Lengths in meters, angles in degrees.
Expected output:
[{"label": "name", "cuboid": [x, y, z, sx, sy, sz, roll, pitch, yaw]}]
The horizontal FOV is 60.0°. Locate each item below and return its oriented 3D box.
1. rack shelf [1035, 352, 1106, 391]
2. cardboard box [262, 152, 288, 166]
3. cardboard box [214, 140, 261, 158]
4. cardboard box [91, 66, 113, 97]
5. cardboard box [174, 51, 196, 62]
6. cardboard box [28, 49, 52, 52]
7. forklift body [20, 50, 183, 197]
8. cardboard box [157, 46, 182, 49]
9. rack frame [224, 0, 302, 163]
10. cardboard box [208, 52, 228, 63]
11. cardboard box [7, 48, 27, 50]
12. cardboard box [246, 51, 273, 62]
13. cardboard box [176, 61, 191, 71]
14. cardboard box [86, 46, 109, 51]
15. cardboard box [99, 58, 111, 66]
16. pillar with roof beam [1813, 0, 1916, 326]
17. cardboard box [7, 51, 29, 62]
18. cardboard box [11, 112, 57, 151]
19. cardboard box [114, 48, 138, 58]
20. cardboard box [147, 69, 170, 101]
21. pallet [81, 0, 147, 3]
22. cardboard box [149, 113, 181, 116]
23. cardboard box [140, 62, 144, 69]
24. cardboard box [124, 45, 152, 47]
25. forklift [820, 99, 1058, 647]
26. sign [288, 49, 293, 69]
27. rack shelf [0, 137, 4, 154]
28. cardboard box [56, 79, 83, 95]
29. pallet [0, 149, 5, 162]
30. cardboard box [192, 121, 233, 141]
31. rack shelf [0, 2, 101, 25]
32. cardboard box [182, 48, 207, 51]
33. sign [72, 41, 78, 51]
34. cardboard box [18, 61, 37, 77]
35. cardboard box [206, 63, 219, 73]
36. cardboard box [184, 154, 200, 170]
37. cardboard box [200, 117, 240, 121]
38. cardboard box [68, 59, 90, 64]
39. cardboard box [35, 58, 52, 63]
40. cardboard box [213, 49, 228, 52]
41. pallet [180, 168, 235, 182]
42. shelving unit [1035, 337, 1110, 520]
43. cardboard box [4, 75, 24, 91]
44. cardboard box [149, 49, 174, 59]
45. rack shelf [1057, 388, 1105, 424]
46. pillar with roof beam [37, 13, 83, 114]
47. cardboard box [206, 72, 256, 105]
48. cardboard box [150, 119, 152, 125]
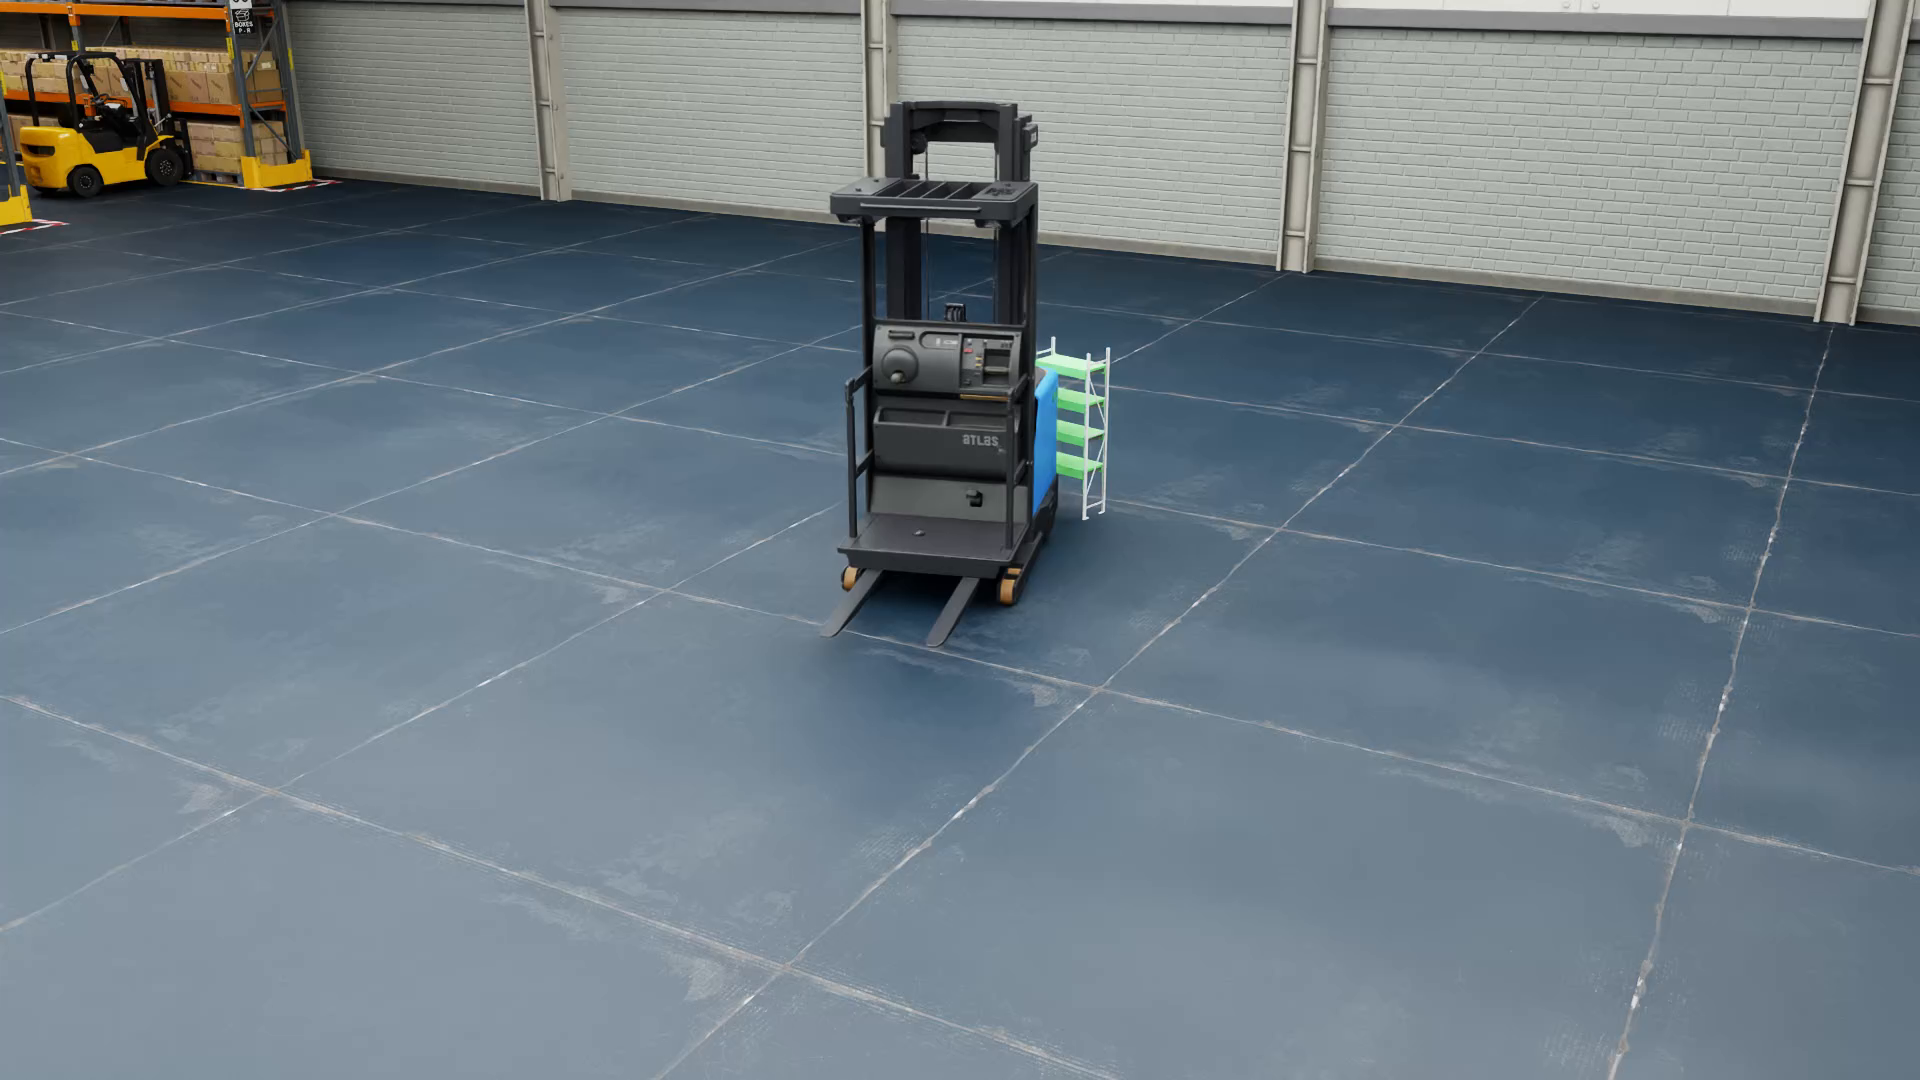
[{"label": "rack shelf", "cuboid": [0.771, -1.183, 11.646, 0.480, 0.148, 0.258, 17, 26, 39]}, {"label": "cardboard box", "cuboid": [-11.728, -6.414, 28.064, 0.500, 0.250, 0.500, 11, 23, 28]}, {"label": "cardboard box", "cuboid": [-11.972, -6.497, 27.560, 0.500, 0.250, 0.500, 10, 22, 27]}, {"label": "cardboard box", "cuboid": [-14.626, -7.930, 28.681, 0.500, 0.500, 0.500, 10, 22, 26]}, {"label": "cardboard box", "cuboid": [-12.744, -7.999, 27.483, 0.250, 0.149, 0.380, 11, 23, 29]}, {"label": "cardboard box", "cuboid": [-16.646, -8.808, 30.150, 0.250, 0.149, 0.380, 12, 23, 29]}, {"label": "forklift body", "cuboid": [-13.939, -6.742, 26.798, 1.214, 2.155, 2.313, 11, 23, 27]}, {"label": "cardboard box", "cuboid": [-13.558, -8.397, 28.580, 0.250, 0.149, 0.380, 10, 22, 26]}, {"label": "rack frame", "cuboid": [-11.394, -7.369, 27.281, 0.127, 3.000, 1.000, 11, 23, 27]}, {"label": "cardboard box", "cuboid": [-12.040, -7.890, 27.182, 0.250, 0.149, 0.380, 11, 23, 27]}, {"label": "cardboard box", "cuboid": [-17.268, -8.966, 30.586, 0.250, 0.149, 0.380, 10, 22, 26]}, {"label": "cardboard box", "cuboid": [-11.583, -7.980, 27.432, 0.250, 0.149, 0.380, 10, 22, 26]}, {"label": "cardboard box", "cuboid": [-12.735, -7.865, 27.551, 0.250, 0.149, 0.380, 10, 22, 26]}, {"label": "cardboard box", "cuboid": [-14.753, -8.385, 28.547, 0.250, 0.149, 0.380, 11, 23, 28]}, {"label": "cardboard box", "cuboid": [-14.509, -8.212, 28.508, 0.250, 0.149, 0.380, 11, 23, 29]}, {"label": "pillar with roof beam", "cuboid": [7.290, -5.301, 12.781, 0.400, 9.000, 9.100, 11, 23, 27]}, {"label": "cardboard box", "cuboid": [-16.692, -8.602, 29.581, 0.250, 0.149, 0.380, 10, 22, 26]}, {"label": "cardboard box", "cuboid": [-16.678, -7.455, 30.384, 0.625, 0.625, 0.875, 10, 22, 25]}, {"label": "cardboard box", "cuboid": [-14.079, -8.255, 28.190, 0.250, 0.149, 0.380, 11, 23, 28]}, {"label": "cardboard box", "cuboid": [-13.292, -7.674, 27.976, 0.500, 0.500, 0.500, 11, 23, 28]}, {"label": "pallet", "cuboid": [-14.129, -9.269, 28.249, 1.213, 0.211, 1.003, 11, 23, 27]}, {"label": "cardboard box", "cuboid": [-13.913, -7.305, 29.055, 0.500, 0.250, 0.500, 10, 22, 27]}, {"label": "cardboard box", "cuboid": [-13.633, -8.034, 28.015, 0.250, 0.149, 0.380, 10, 22, 26]}, {"label": "cardboard box", "cuboid": [-14.261, -8.509, 28.889, 0.250, 0.149, 0.380, 10, 22, 26]}, {"label": "forklift", "cuboid": [-0.126, -1.114, 10.137, 1.130, 2.935, 3.031, 4, 20, 12]}, {"label": "sign", "cuboid": [-11.118, -7.978, 27.573, 0.005, 0.325, 0.100, 11, 23, 27]}, {"label": "rack shelf", "cuboid": [-15.558, -5.885, 24.246, 4.000, 0.370, 1.077, 11, 23, 27]}, {"label": "cardboard box", "cuboid": [-15.454, -7.970, 29.157, 0.500, 0.250, 0.500, 11, 23, 29]}, {"label": "pallet", "cuboid": [-17.679, -7.240, 31.015, 1.213, 0.211, 1.003, 11, 23, 27]}, {"label": "cardboard box", "cuboid": [-12.397, -6.811, 27.693, 0.500, 0.250, 0.500, 11, 23, 28]}, {"label": "rack shelf", "cuboid": [-16.632, -9.439, 29.643, 4.000, 0.370, 1.077, 11, 23, 27]}, {"label": "cardboard box", "cuboid": [-12.920, -8.246, 28.165, 0.250, 0.149, 0.380, 11, 23, 28]}, {"label": "sign", "cuboid": [-15.142, -8.378, 28.482, 0.005, 0.325, 0.100, 11, 23, 27]}, {"label": "cardboard box", "cuboid": [-16.336, -8.375, 29.540, 0.500, 0.250, 0.500, 11, 23, 28]}, {"label": "cardboard box", "cuboid": [-12.071, -7.729, 27.176, 0.250, 0.149, 0.380, 11, 23, 28]}, {"label": "cardboard box", "cuboid": [-12.820, -6.429, 28.107, 0.500, 0.250, 0.500, 11, 23, 28]}, {"label": "cardboard box", "cuboid": [-12.591, -7.049, 28.348, 0.500, 0.250, 0.500, 11, 22, 27]}, {"label": "cardboard box", "cuboid": [-15.293, -8.377, 28.962, 0.250, 0.149, 0.380, 12, 23, 29]}, {"label": "cardboard box", "cuboid": [-16.009, -8.475, 29.233, 0.250, 0.149, 0.380, 10, 22, 26]}, {"label": "cardboard box", "cuboid": [-12.241, -8.119, 27.815, 0.250, 0.149, 0.380, 11, 23, 28]}, {"label": "pallet", "cuboid": [-13.143, -6.376, 28.633, 1.213, 0.211, 1.003, 11, 23, 27]}, {"label": "shelving unit", "cuboid": [0.771, -0.791, 11.788, 0.503, 1.200, 0.258, 17, 26, 39]}, {"label": "cardboard box", "cuboid": [-16.768, -8.227, 29.866, 0.500, 0.250, 0.500, 12, 23, 29]}, {"label": "cardboard box", "cuboid": [-13.363, -8.158, 27.922, 0.250, 0.149, 0.380, 11, 23, 28]}, {"label": "rack shelf", "cuboid": [0.771, -0.957, 11.727, 0.480, 0.148, 0.258, 17, 26, 39]}, {"label": "pillar with roof beam", "cuboid": [-18.900, -10.290, 26.535, 0.400, 9.000, 9.100, 11, 23, 27]}, {"label": "cardboard box", "cuboid": [-11.952, -7.420, 27.274, 0.500, 0.500, 0.500, 10, 22, 26]}, {"label": "cardboard box", "cuboid": [-13.735, -7.068, 28.401, 0.500, 0.250, 0.500, 12, 23, 29]}]
